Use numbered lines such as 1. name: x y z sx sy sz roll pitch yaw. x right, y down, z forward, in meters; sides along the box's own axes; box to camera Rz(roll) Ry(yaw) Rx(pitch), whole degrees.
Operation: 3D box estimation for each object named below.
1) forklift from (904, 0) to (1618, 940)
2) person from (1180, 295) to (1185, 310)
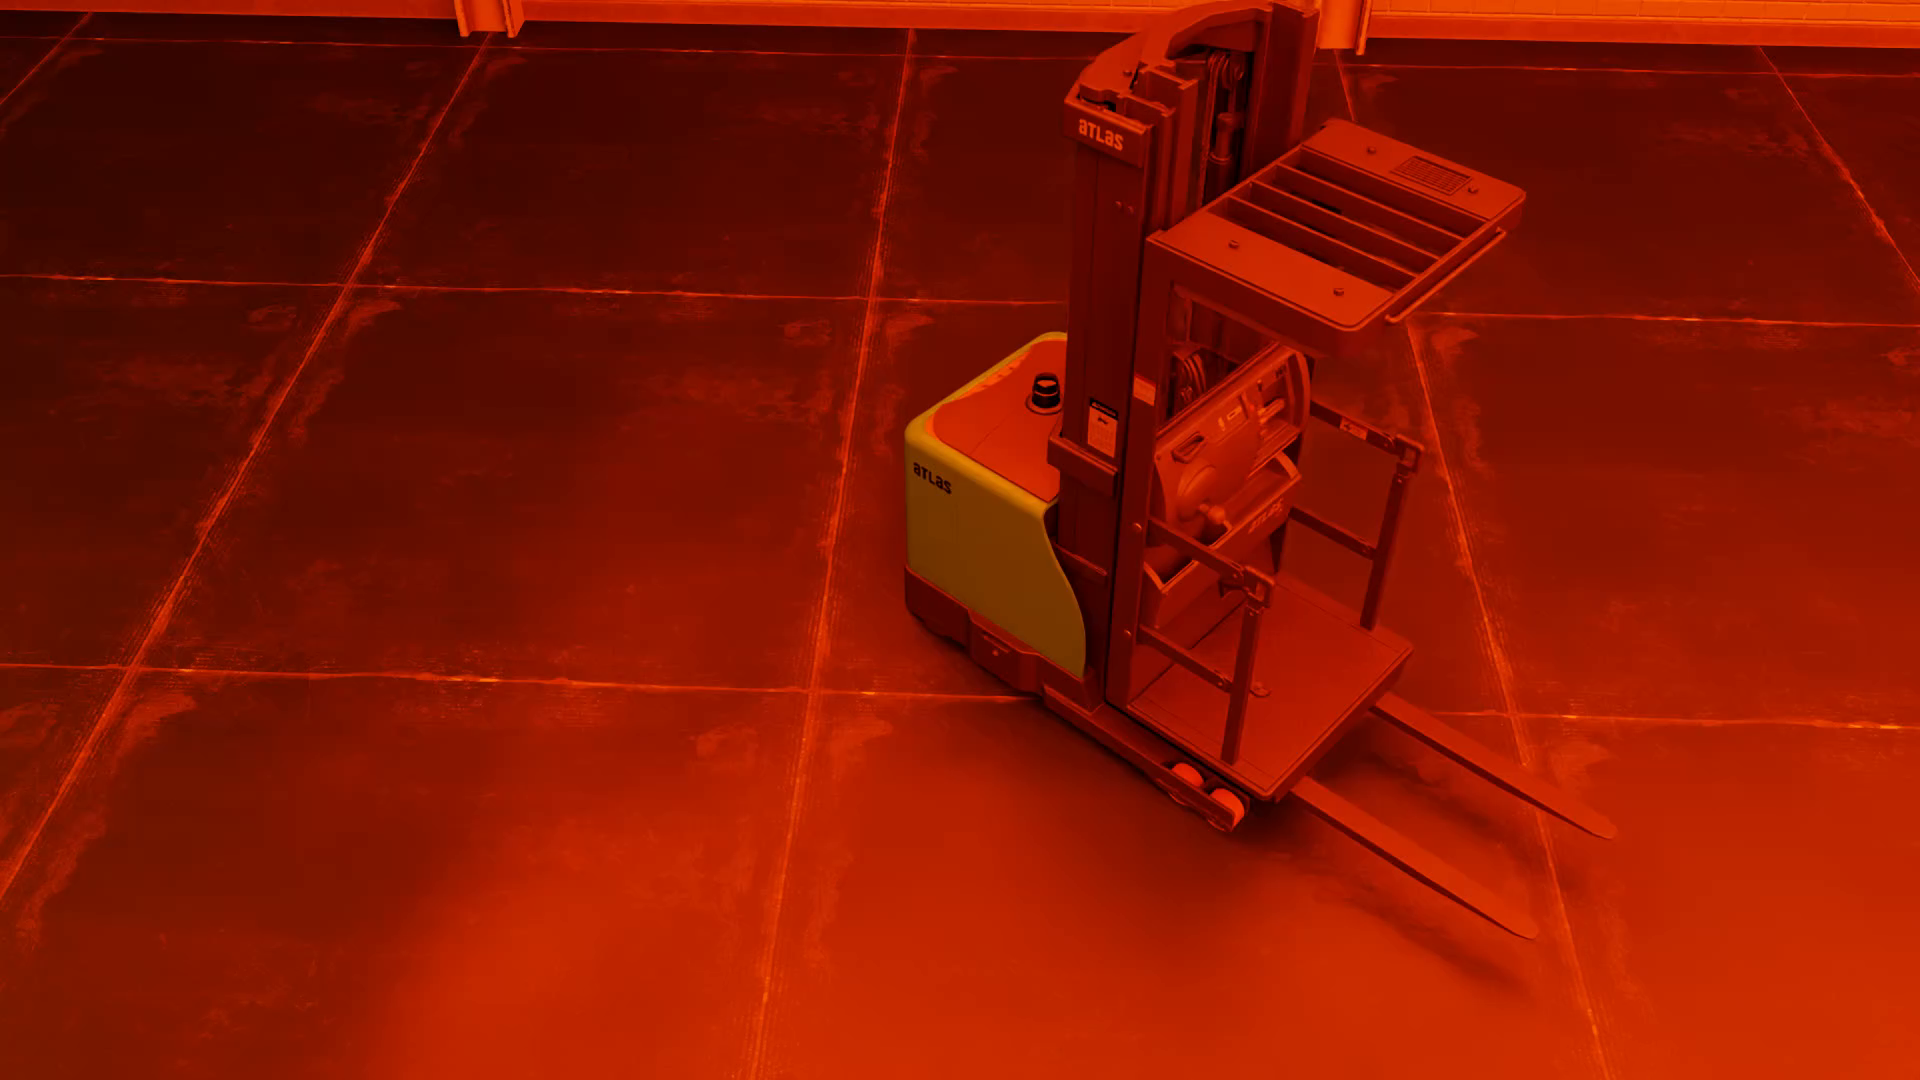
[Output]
1. forklift: 1.179 -0.328 6.101 3.031 2.935 1.130 32 51 30
2. person: 0.813 -0.939 7.722 0.678 1.651 0.394 17 45 17
